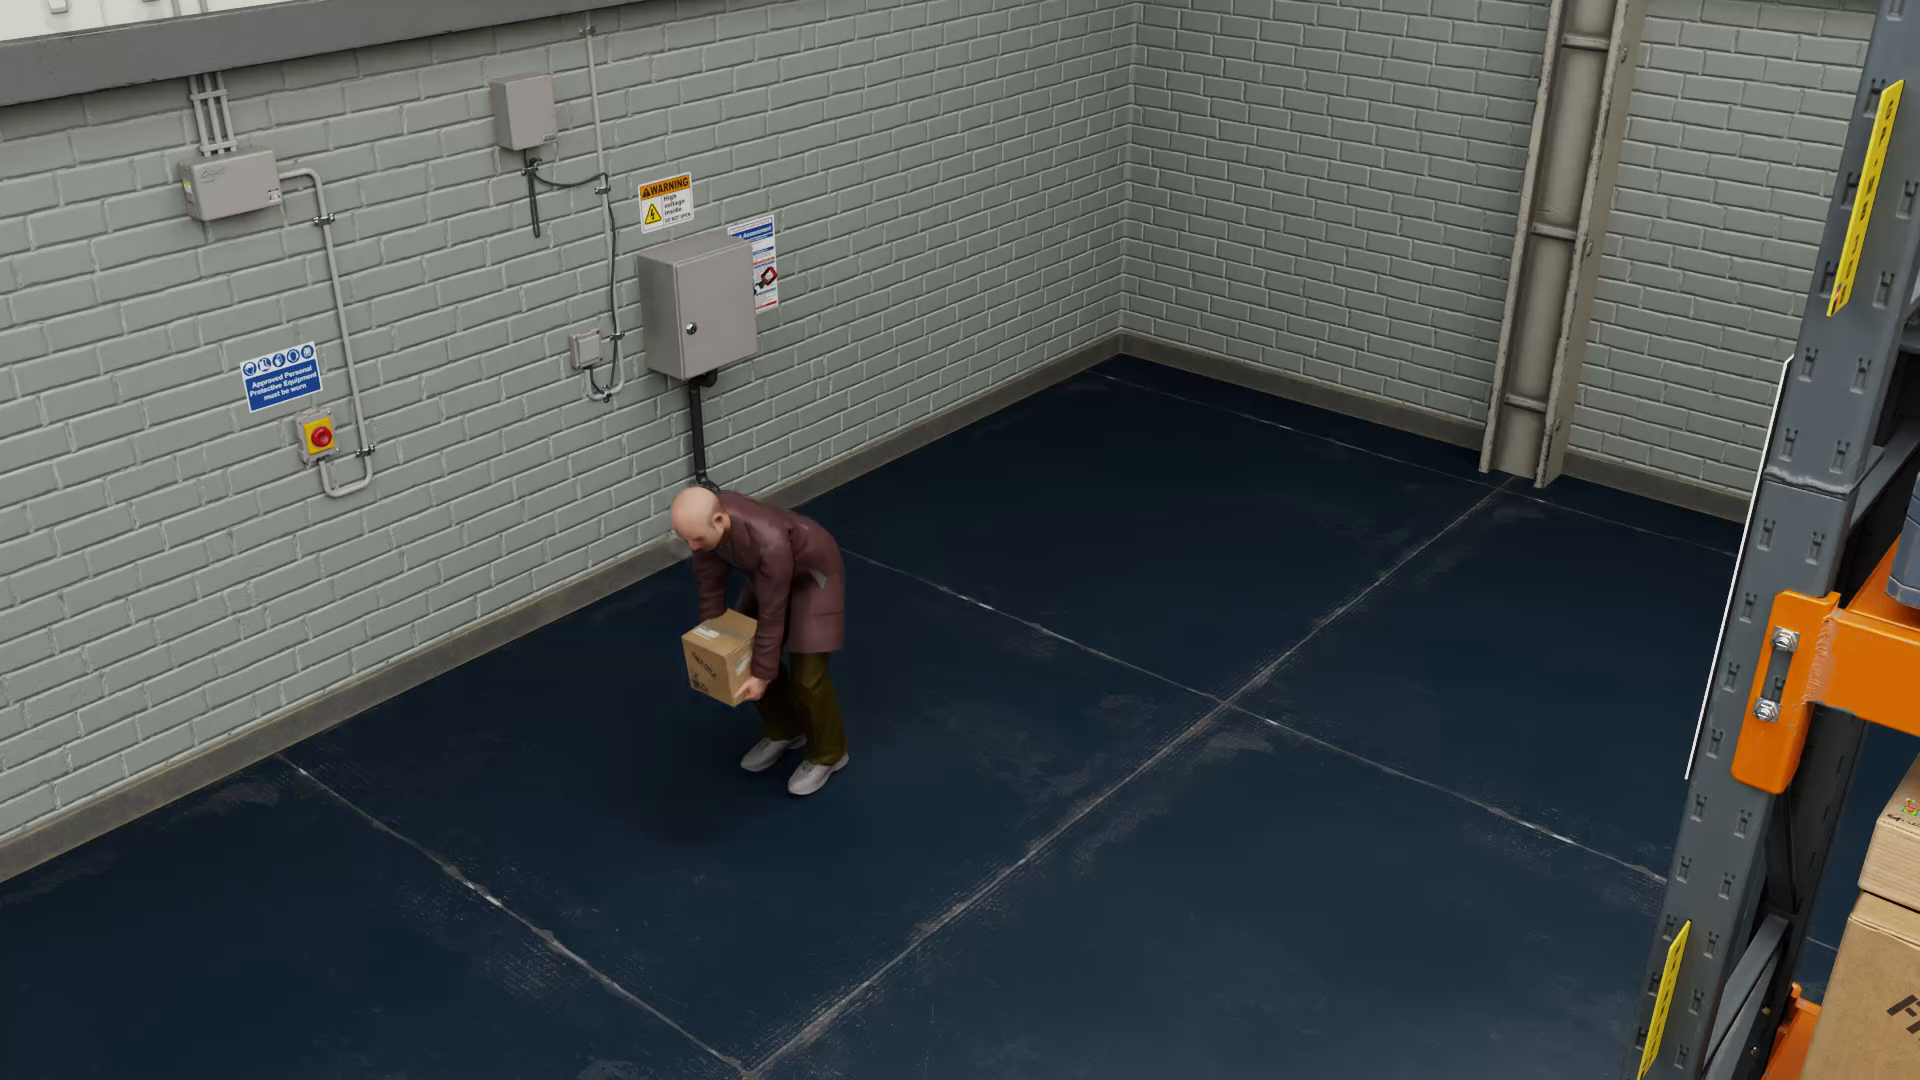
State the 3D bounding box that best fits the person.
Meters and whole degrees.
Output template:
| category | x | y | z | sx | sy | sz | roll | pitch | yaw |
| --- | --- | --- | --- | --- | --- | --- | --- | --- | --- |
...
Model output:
| category | x | y | z | sx | sy | sz | roll | pitch | yaw |
| --- | --- | --- | --- | --- | --- | --- | --- | --- | --- |
| person | -0.813 | 0.368 | 6.715 | 0.549 | 1.507 | 0.815 | 20 | 33 | 34 |
